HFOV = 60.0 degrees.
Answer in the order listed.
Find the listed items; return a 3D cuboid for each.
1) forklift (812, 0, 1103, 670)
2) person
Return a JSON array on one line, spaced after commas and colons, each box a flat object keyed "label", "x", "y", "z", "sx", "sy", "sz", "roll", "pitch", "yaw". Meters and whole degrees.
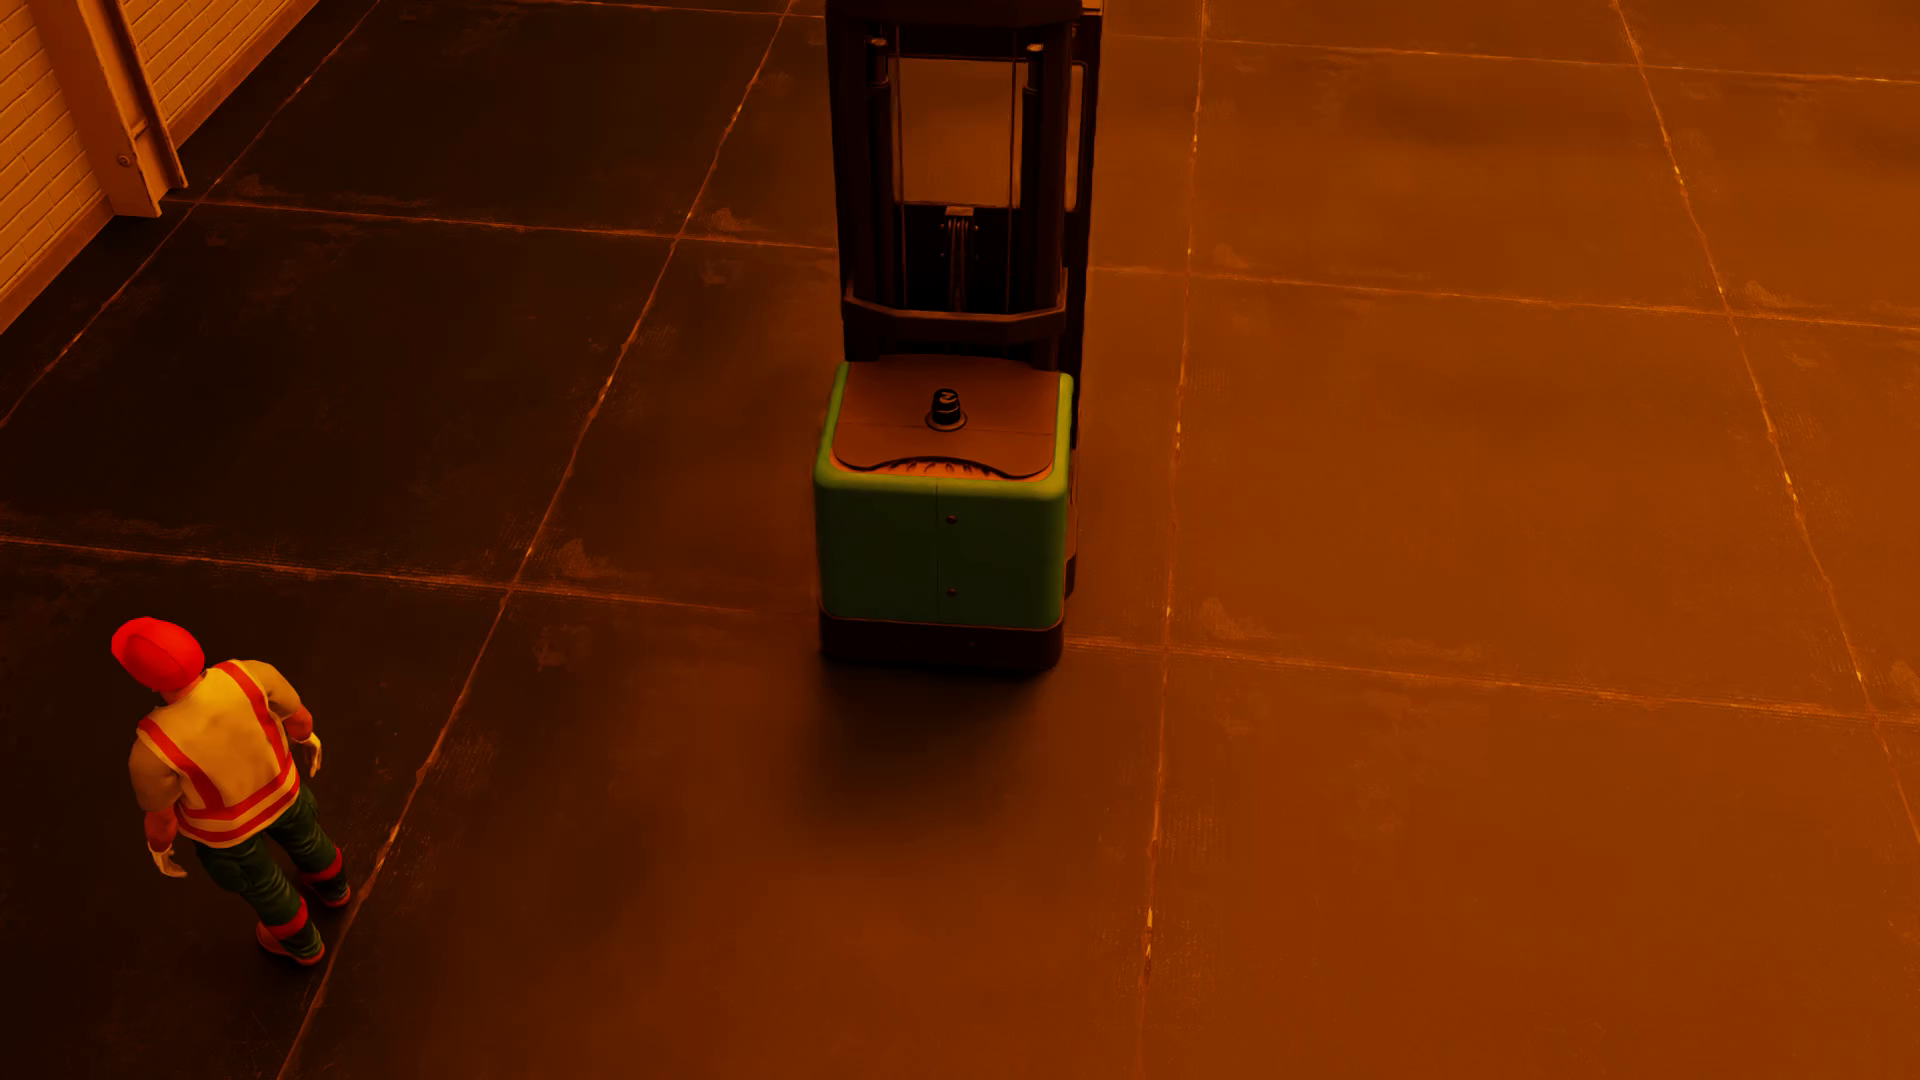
[{"label": "forklift", "x": 0.036, "y": -1.511, "z": 7.369, "sx": 1.130, "sy": 2.935, "sz": 3.031, "roll": 3, "pitch": 43, "yaw": 4}, {"label": "person", "x": -2.483, "y": 0.844, "z": 5.642, "sx": 0.564, "sy": 1.790, "sz": 0.648, "roll": 27, "pitch": 49, "yaw": 26}]
